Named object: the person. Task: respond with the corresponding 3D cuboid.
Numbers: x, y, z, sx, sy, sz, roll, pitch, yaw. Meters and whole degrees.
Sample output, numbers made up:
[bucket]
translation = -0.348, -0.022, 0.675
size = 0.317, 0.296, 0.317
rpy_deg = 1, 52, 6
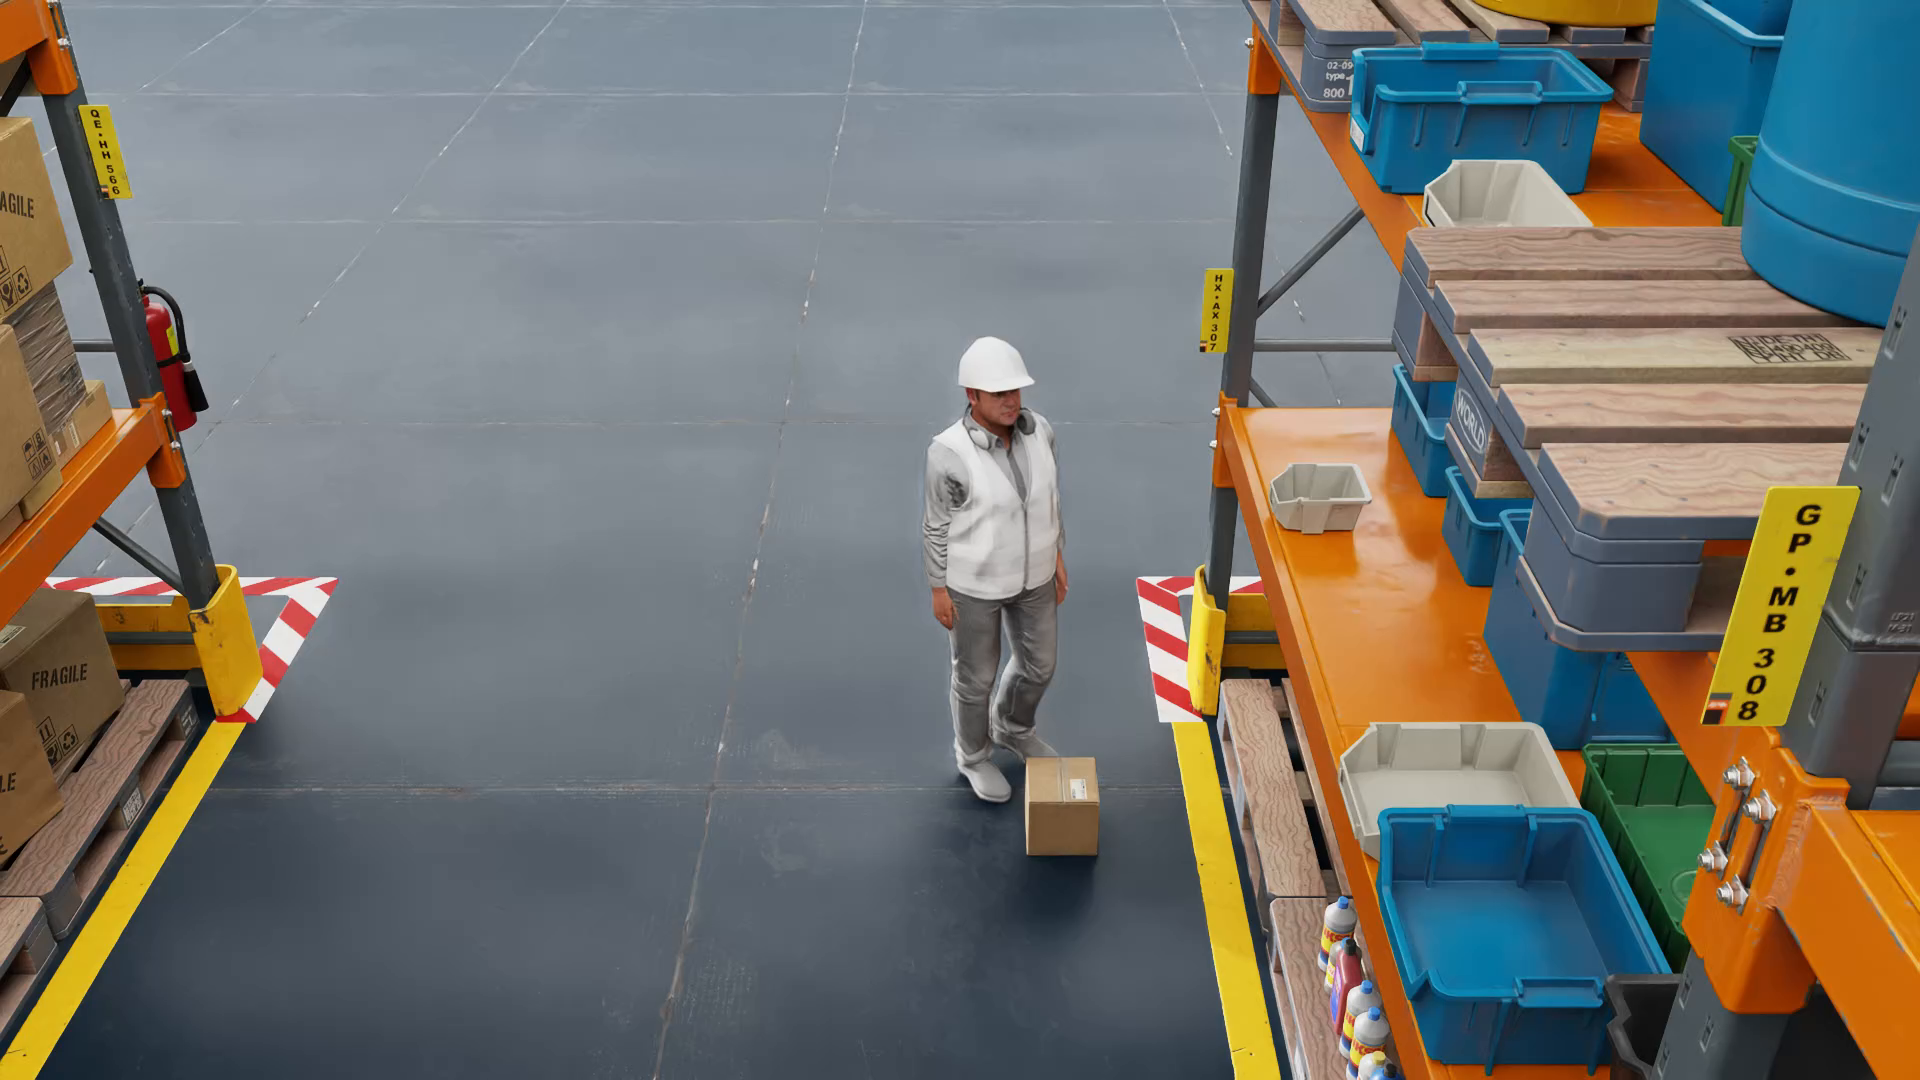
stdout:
[person]
translation = 0.141, 0.137, 5.880
size = 0.543, 1.806, 0.373
rpy_deg = -19, 36, -28
